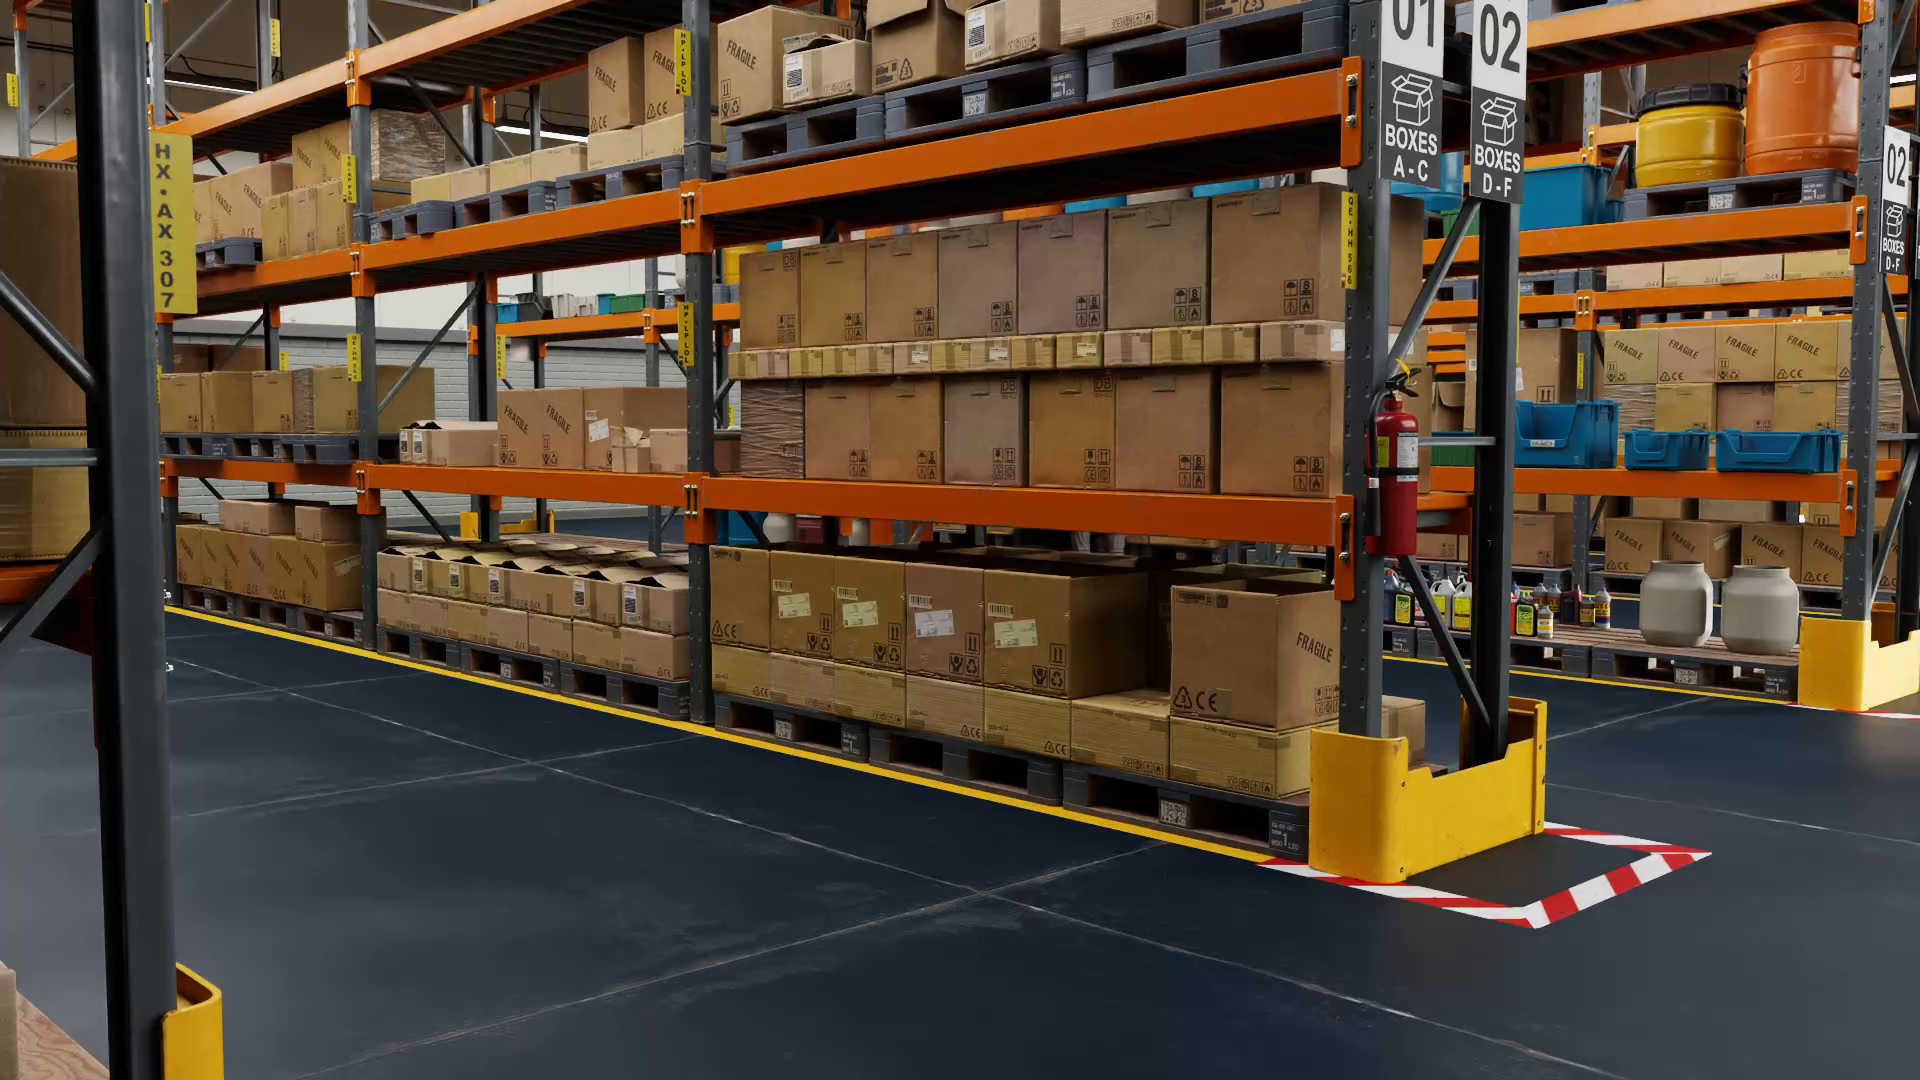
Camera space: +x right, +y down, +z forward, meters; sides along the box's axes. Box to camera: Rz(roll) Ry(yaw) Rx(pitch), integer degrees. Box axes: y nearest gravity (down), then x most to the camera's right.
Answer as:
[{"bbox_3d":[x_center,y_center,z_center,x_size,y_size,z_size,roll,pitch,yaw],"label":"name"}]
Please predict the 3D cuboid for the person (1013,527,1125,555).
[{"bbox_3d":[0.746,0.261,10.204,0.909,1.224,0.470,4,5,44],"label":"person"}]
